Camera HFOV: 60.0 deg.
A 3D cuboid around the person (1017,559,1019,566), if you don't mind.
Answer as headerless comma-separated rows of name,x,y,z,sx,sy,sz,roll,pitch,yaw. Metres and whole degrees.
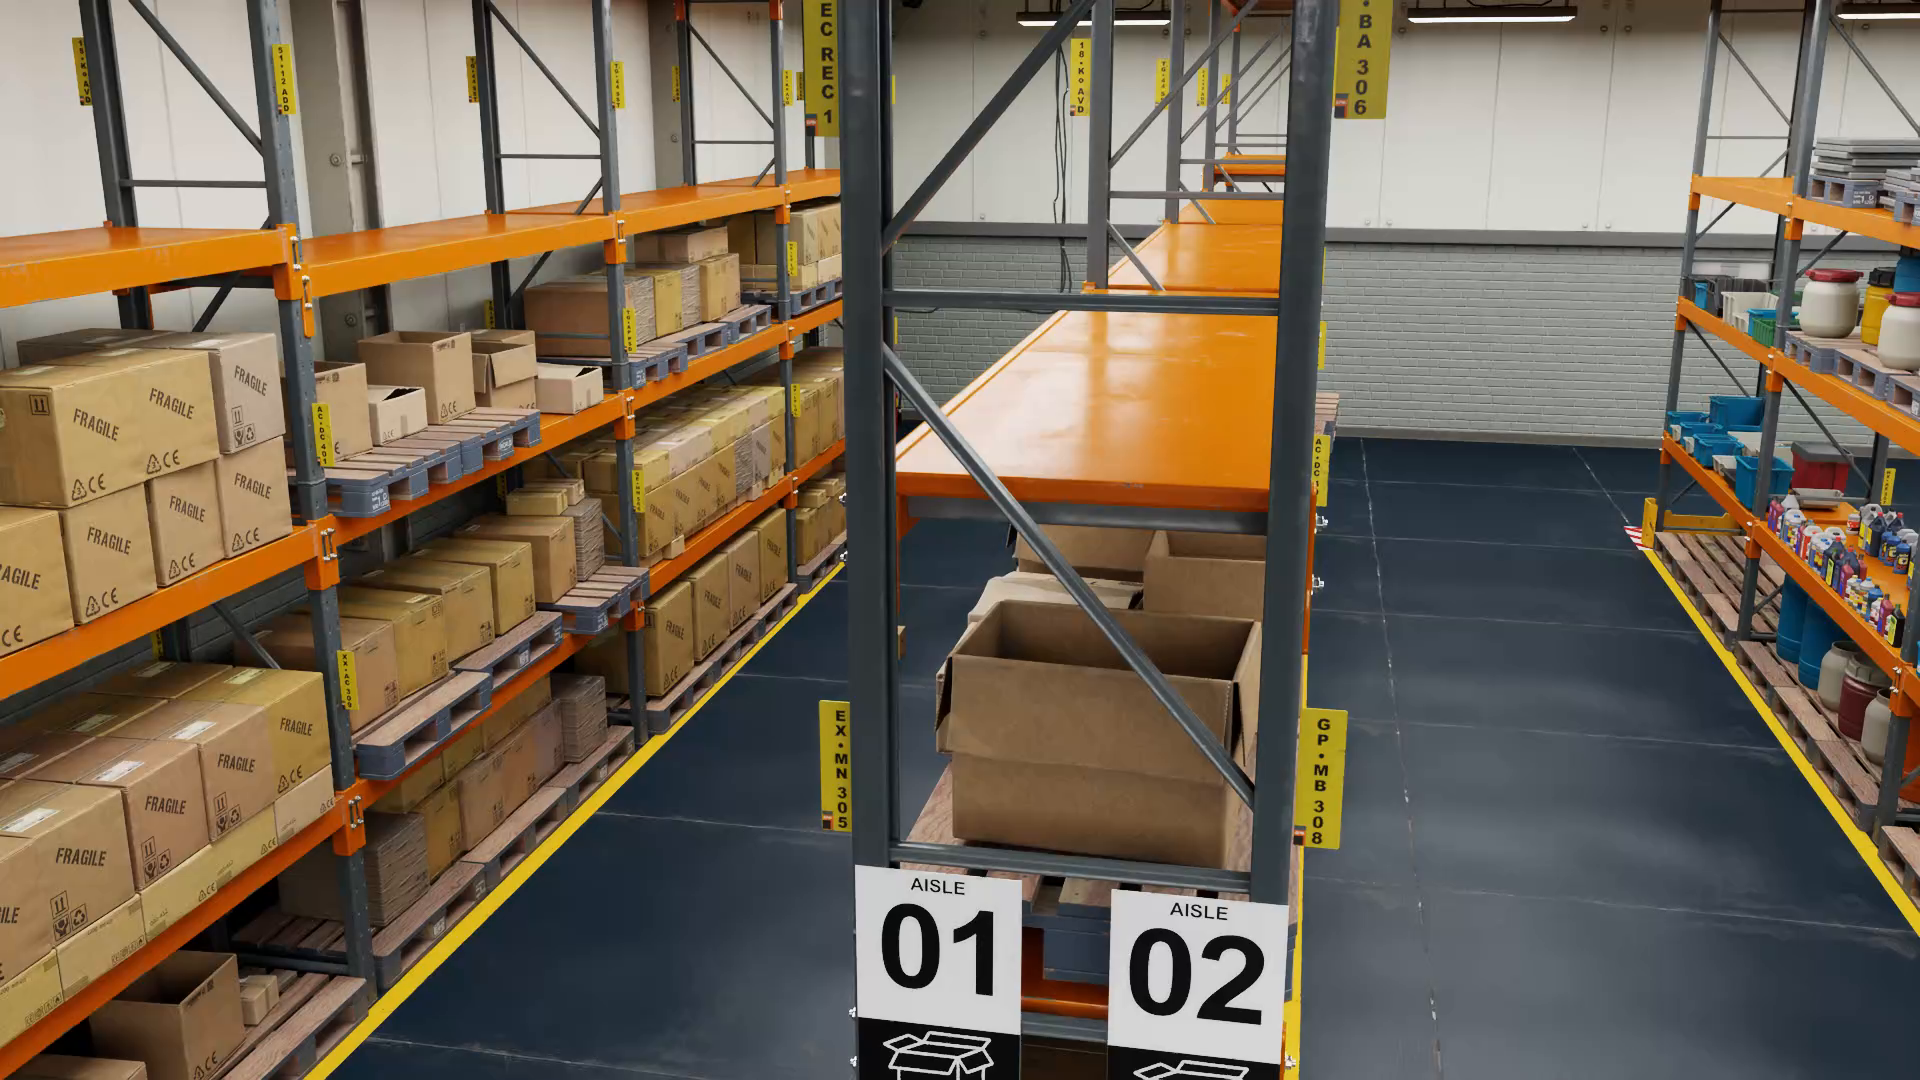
person,0.833,-0.510,17.924,0.427,1.541,0.925,8,17,27
